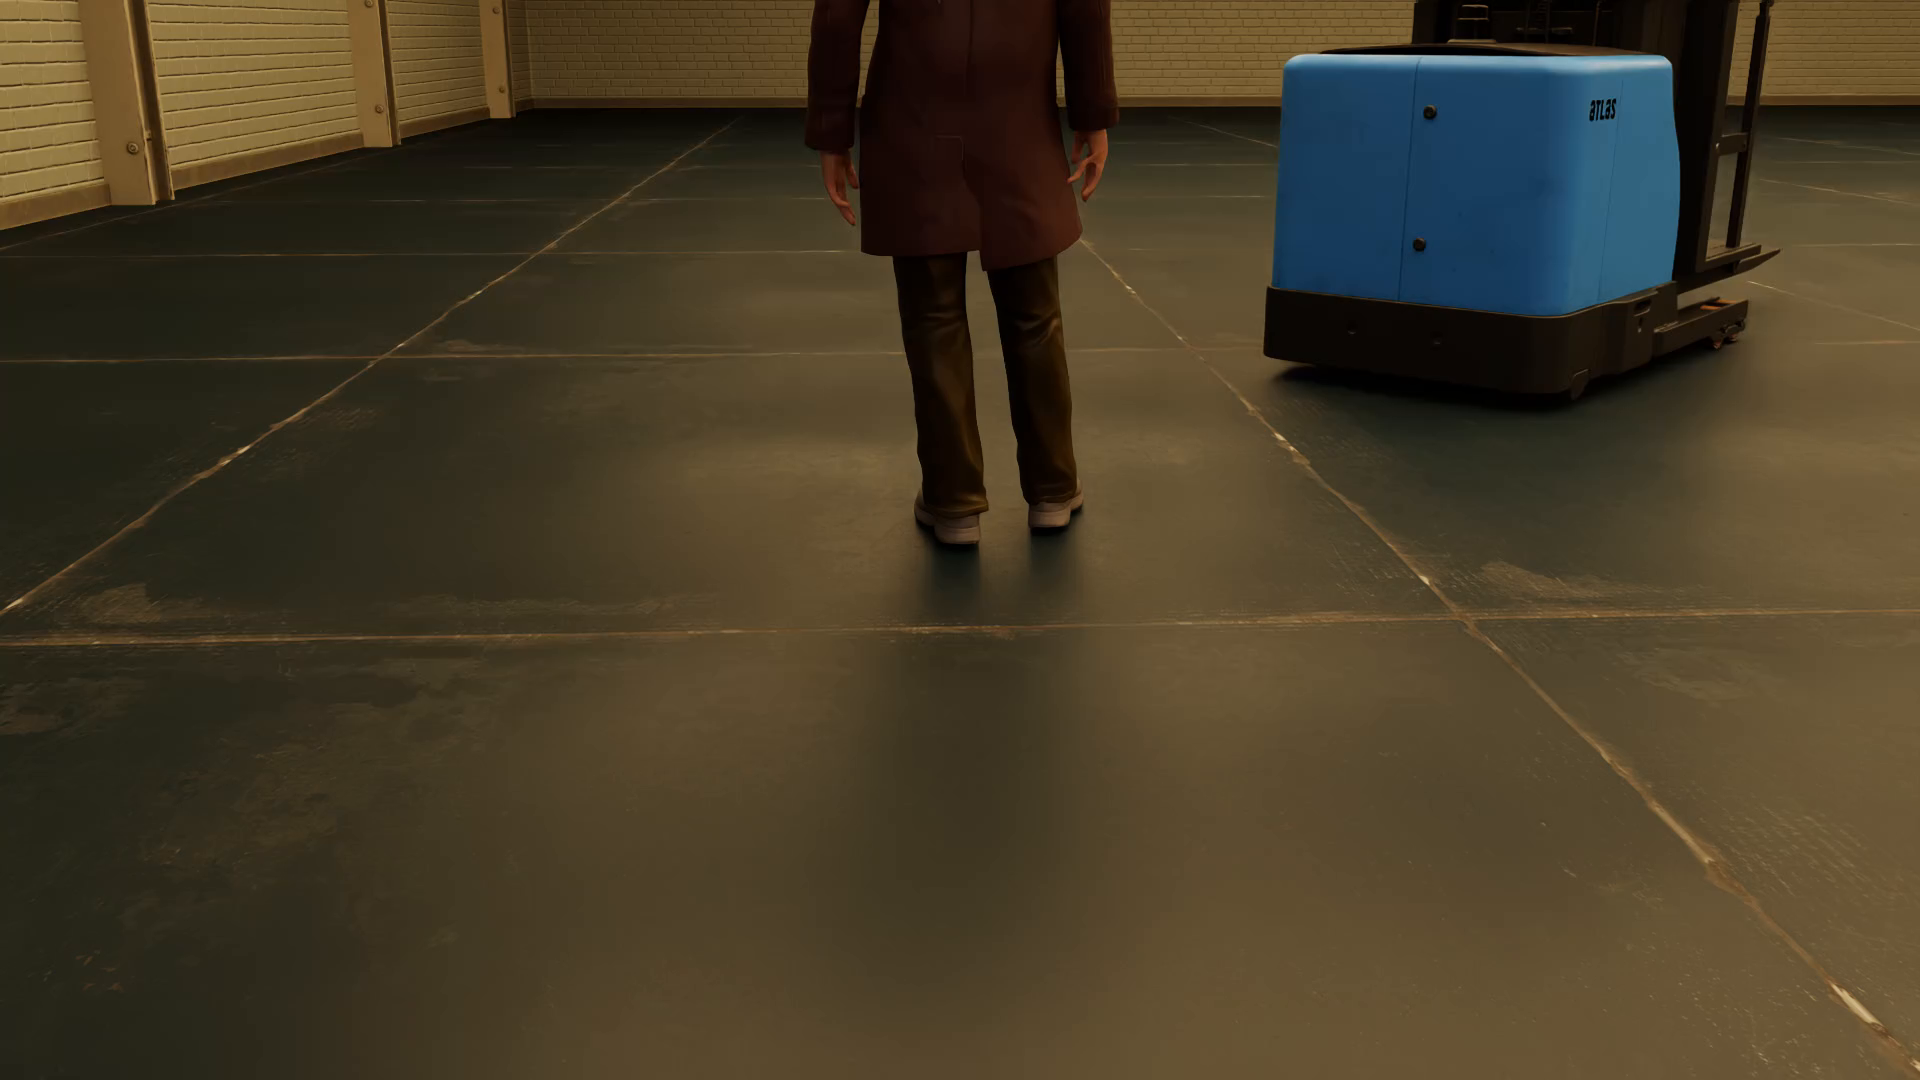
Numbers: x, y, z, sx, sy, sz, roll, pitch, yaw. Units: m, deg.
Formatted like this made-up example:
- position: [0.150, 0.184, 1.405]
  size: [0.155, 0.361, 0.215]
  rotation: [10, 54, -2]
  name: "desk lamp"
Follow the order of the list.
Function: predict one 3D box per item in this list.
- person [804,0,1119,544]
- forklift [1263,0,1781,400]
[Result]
- position: [0.000, -0.883, 3.743]
  size: [0.696, 1.775, 0.582]
  rotation: [-1, 17, -3]
  name: "person"
- position: [2.394, -2.207, 6.121]
  size: [1.130, 2.935, 3.031]
  rotation: [14, 22, 38]
  name: "forklift"
